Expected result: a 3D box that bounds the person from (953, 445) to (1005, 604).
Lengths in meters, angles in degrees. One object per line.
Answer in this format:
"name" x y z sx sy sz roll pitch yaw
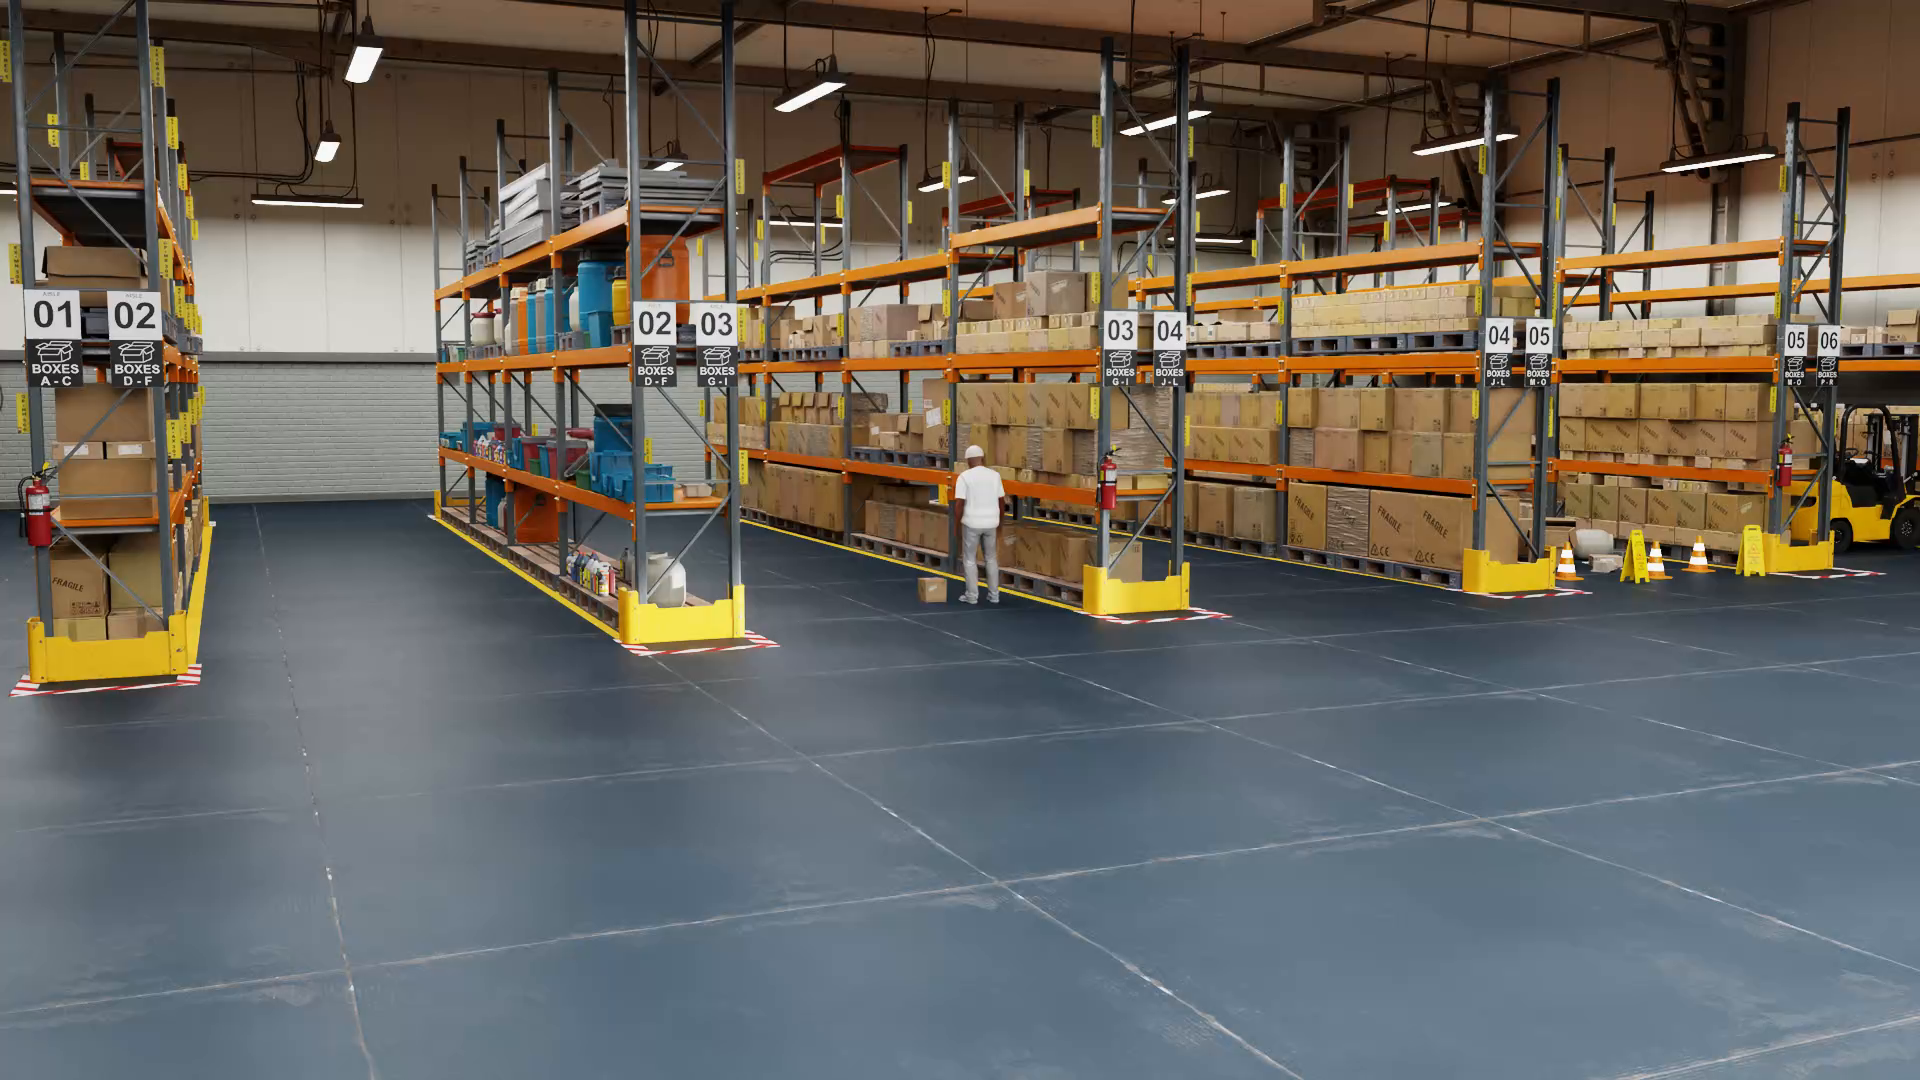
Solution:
"person" 0.205 -0.177 18.562 0.616 1.760 0.459 -2 6 -22
